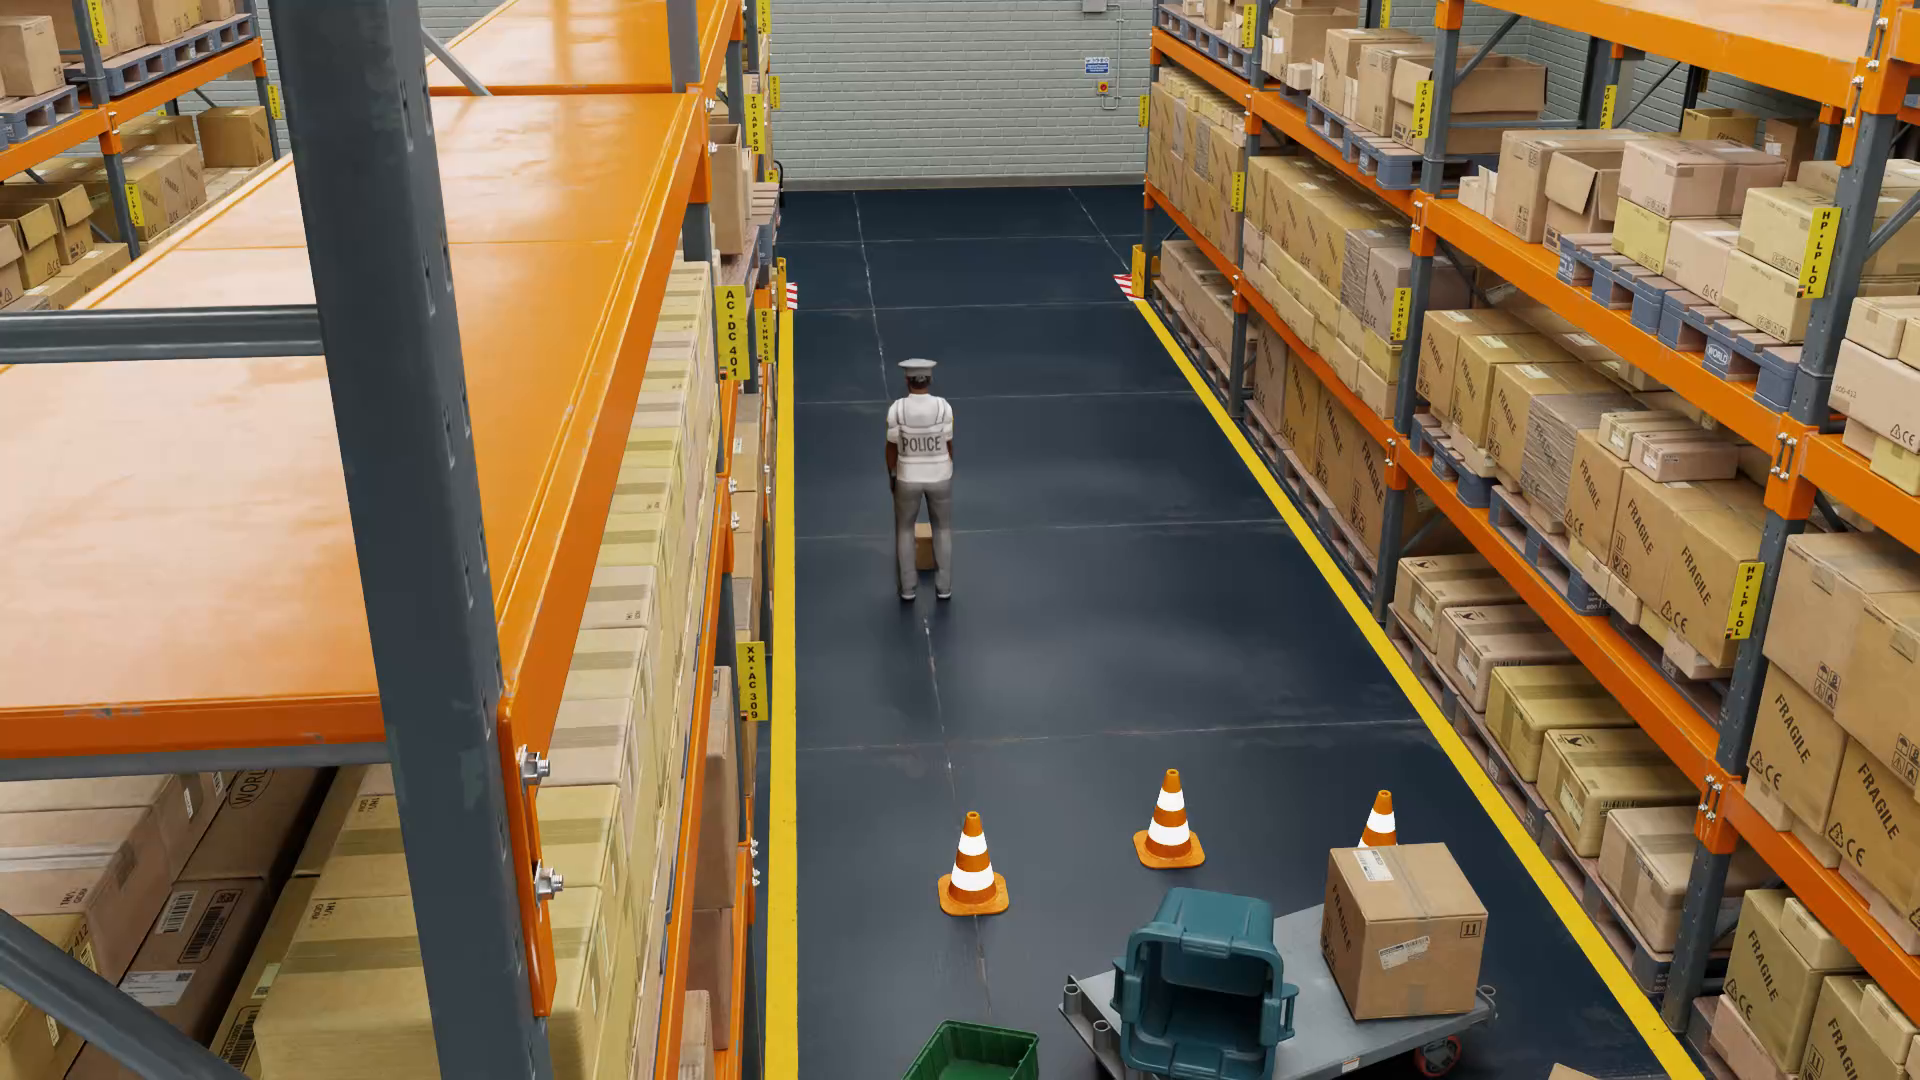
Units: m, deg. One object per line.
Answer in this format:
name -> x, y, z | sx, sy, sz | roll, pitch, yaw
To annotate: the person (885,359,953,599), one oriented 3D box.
person -> -0.267, -0.389, 11.012 | 0.444, 1.649, 0.365 | -2, 24, -4
